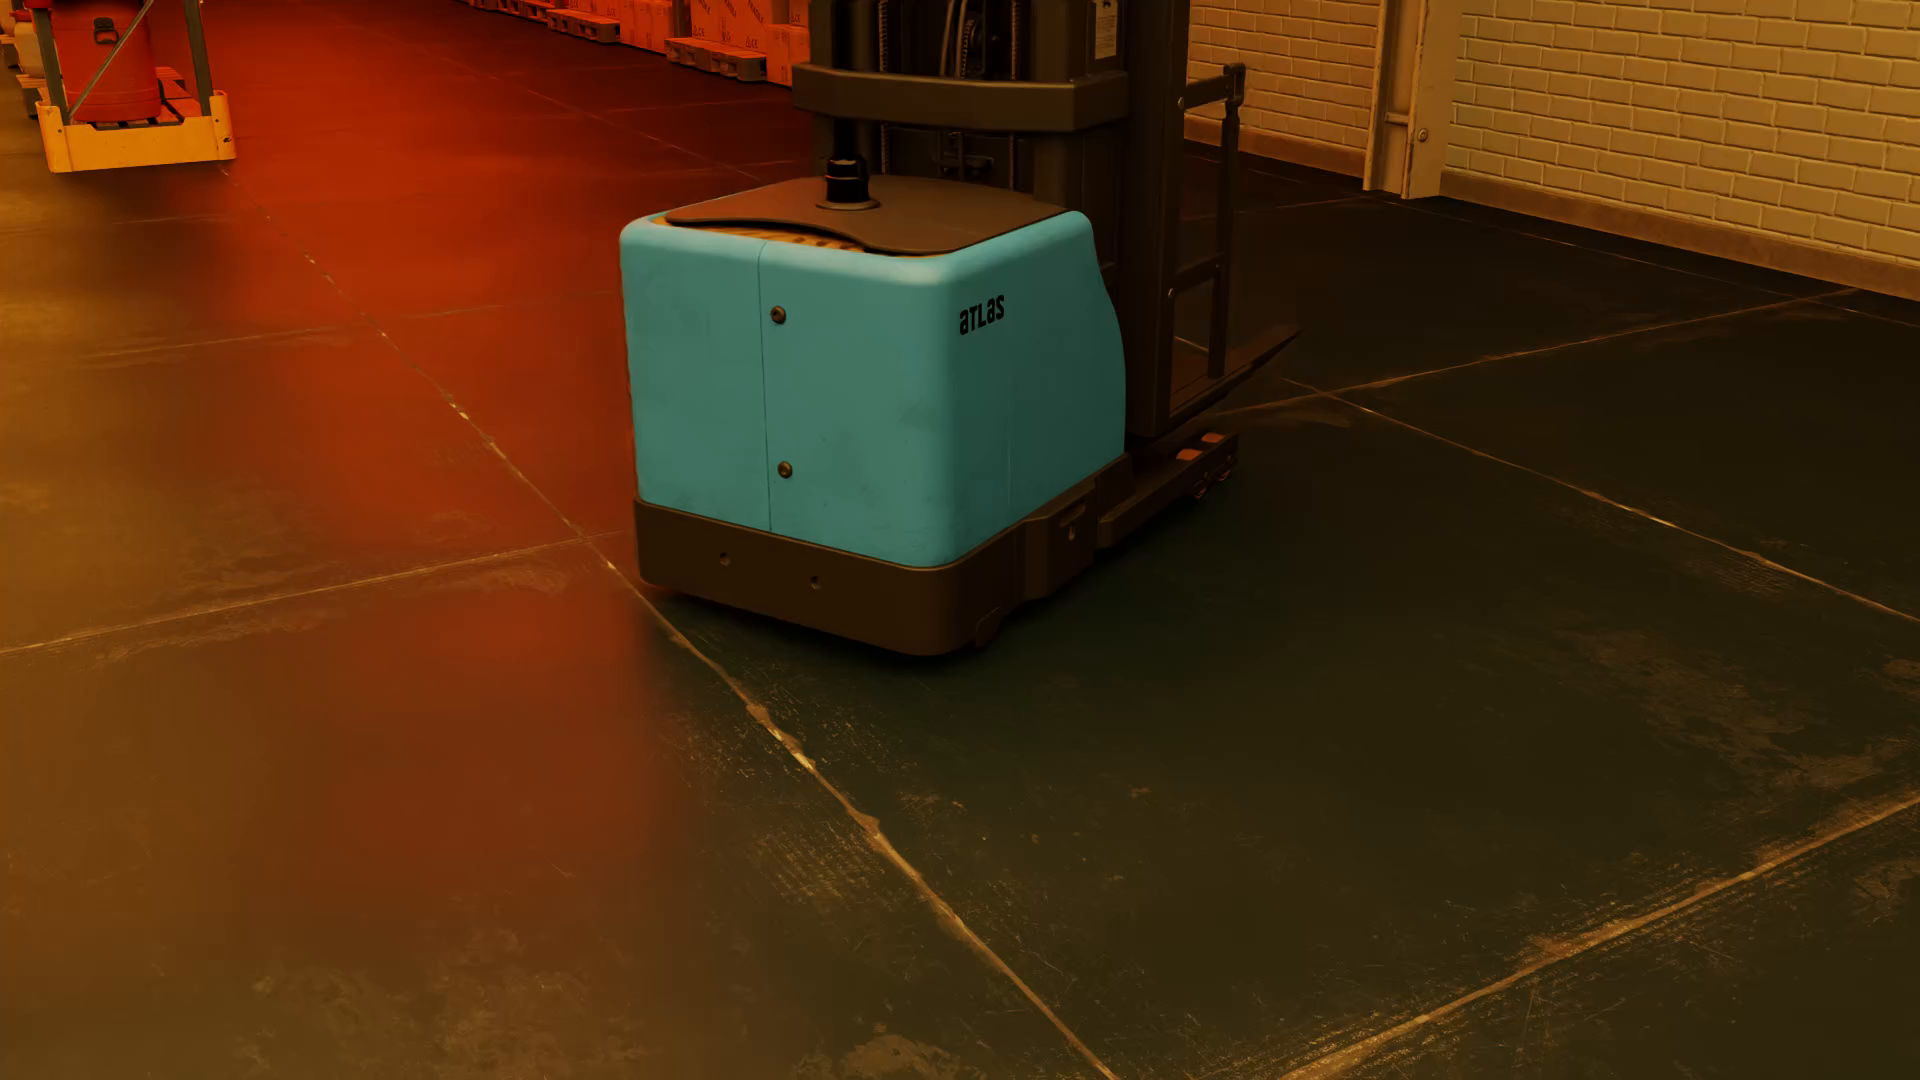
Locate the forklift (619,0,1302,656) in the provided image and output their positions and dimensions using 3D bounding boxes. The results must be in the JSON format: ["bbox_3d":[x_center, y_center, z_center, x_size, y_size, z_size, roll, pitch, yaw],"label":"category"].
[{"bbox_3d":[0.286,-1.573,5.106,1.130,2.935,3.031,13,26,29],"label":"forklift"}]
